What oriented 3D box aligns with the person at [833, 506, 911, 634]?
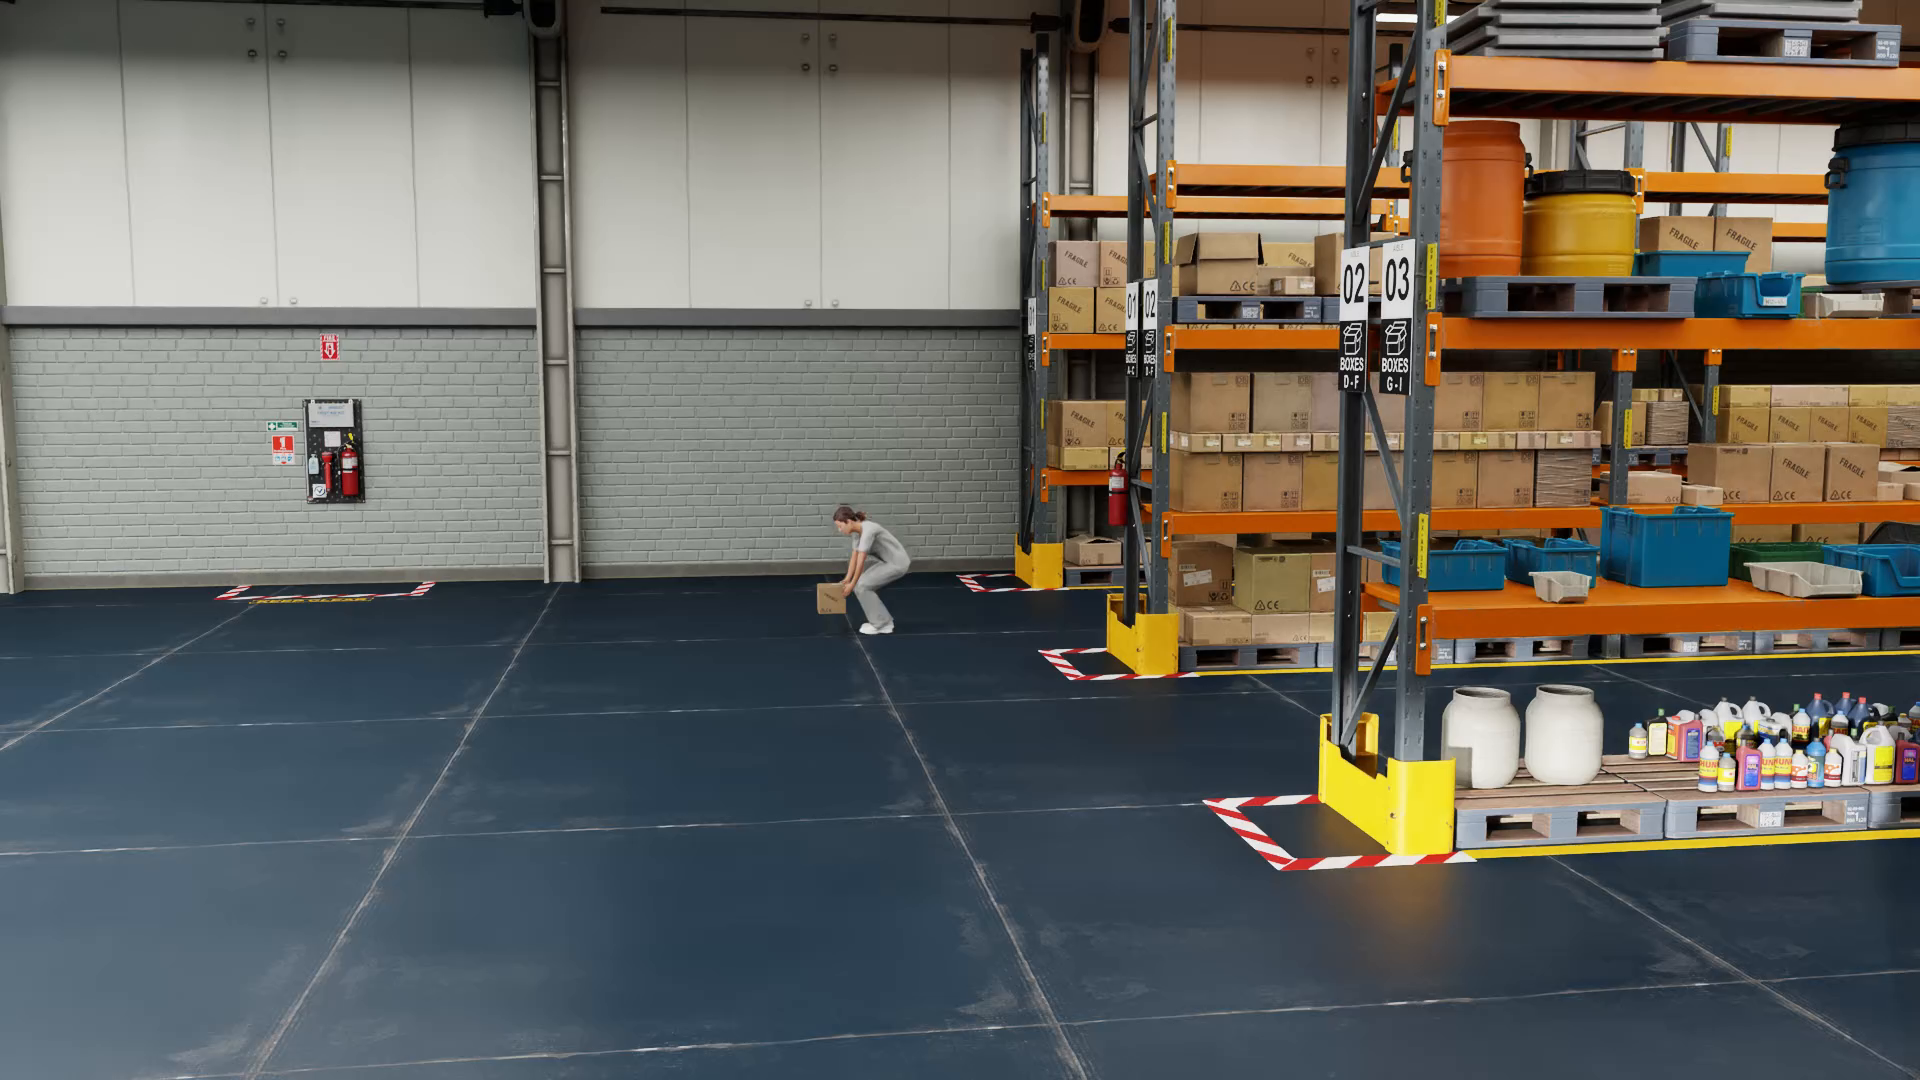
[{"bbox_3d":[-0.821,0.274,15.544,0.725,1.194,0.495,-1,7,-9],"label":"person"}]
